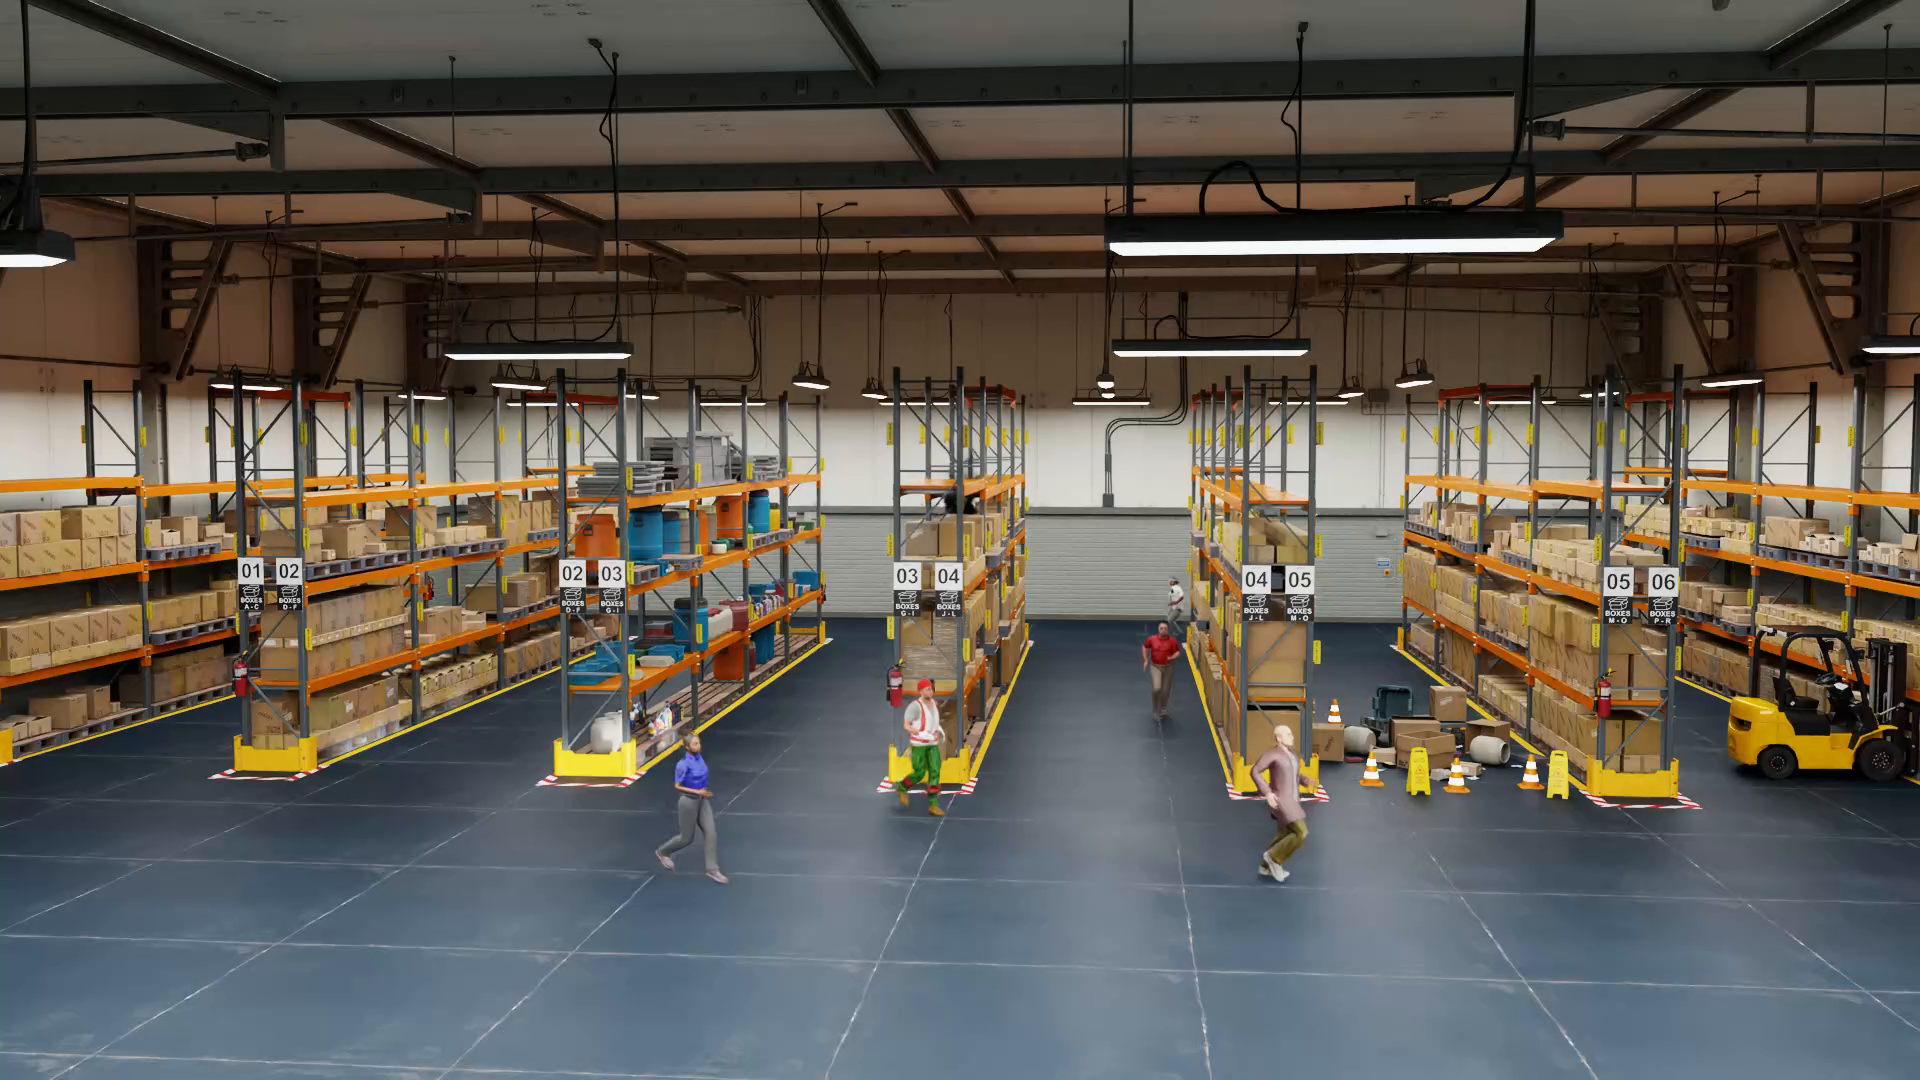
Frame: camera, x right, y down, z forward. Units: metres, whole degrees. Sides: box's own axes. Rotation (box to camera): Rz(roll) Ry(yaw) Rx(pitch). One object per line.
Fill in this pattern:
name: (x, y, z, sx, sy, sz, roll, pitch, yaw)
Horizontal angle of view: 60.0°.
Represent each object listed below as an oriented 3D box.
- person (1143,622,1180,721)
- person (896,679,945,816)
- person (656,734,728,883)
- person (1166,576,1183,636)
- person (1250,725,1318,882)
person: (3.564, 2.331, 29.348, 0.627, 1.767, 0.826, 0, 4, -1)
person: (-0.489, 2.737, 22.172, 0.685, 1.795, 0.844, -3, 5, -43)
person: (-3.025, 3.015, 18.785, 0.930, 1.646, 0.592, 2, 4, 28)
person: (5.178, 1.666, 40.639, 0.748, 1.617, 0.876, -1, 4, -13)
person: (3.669, 2.954, 18.657, 0.707, 1.744, 0.682, 2, 4, 34)
